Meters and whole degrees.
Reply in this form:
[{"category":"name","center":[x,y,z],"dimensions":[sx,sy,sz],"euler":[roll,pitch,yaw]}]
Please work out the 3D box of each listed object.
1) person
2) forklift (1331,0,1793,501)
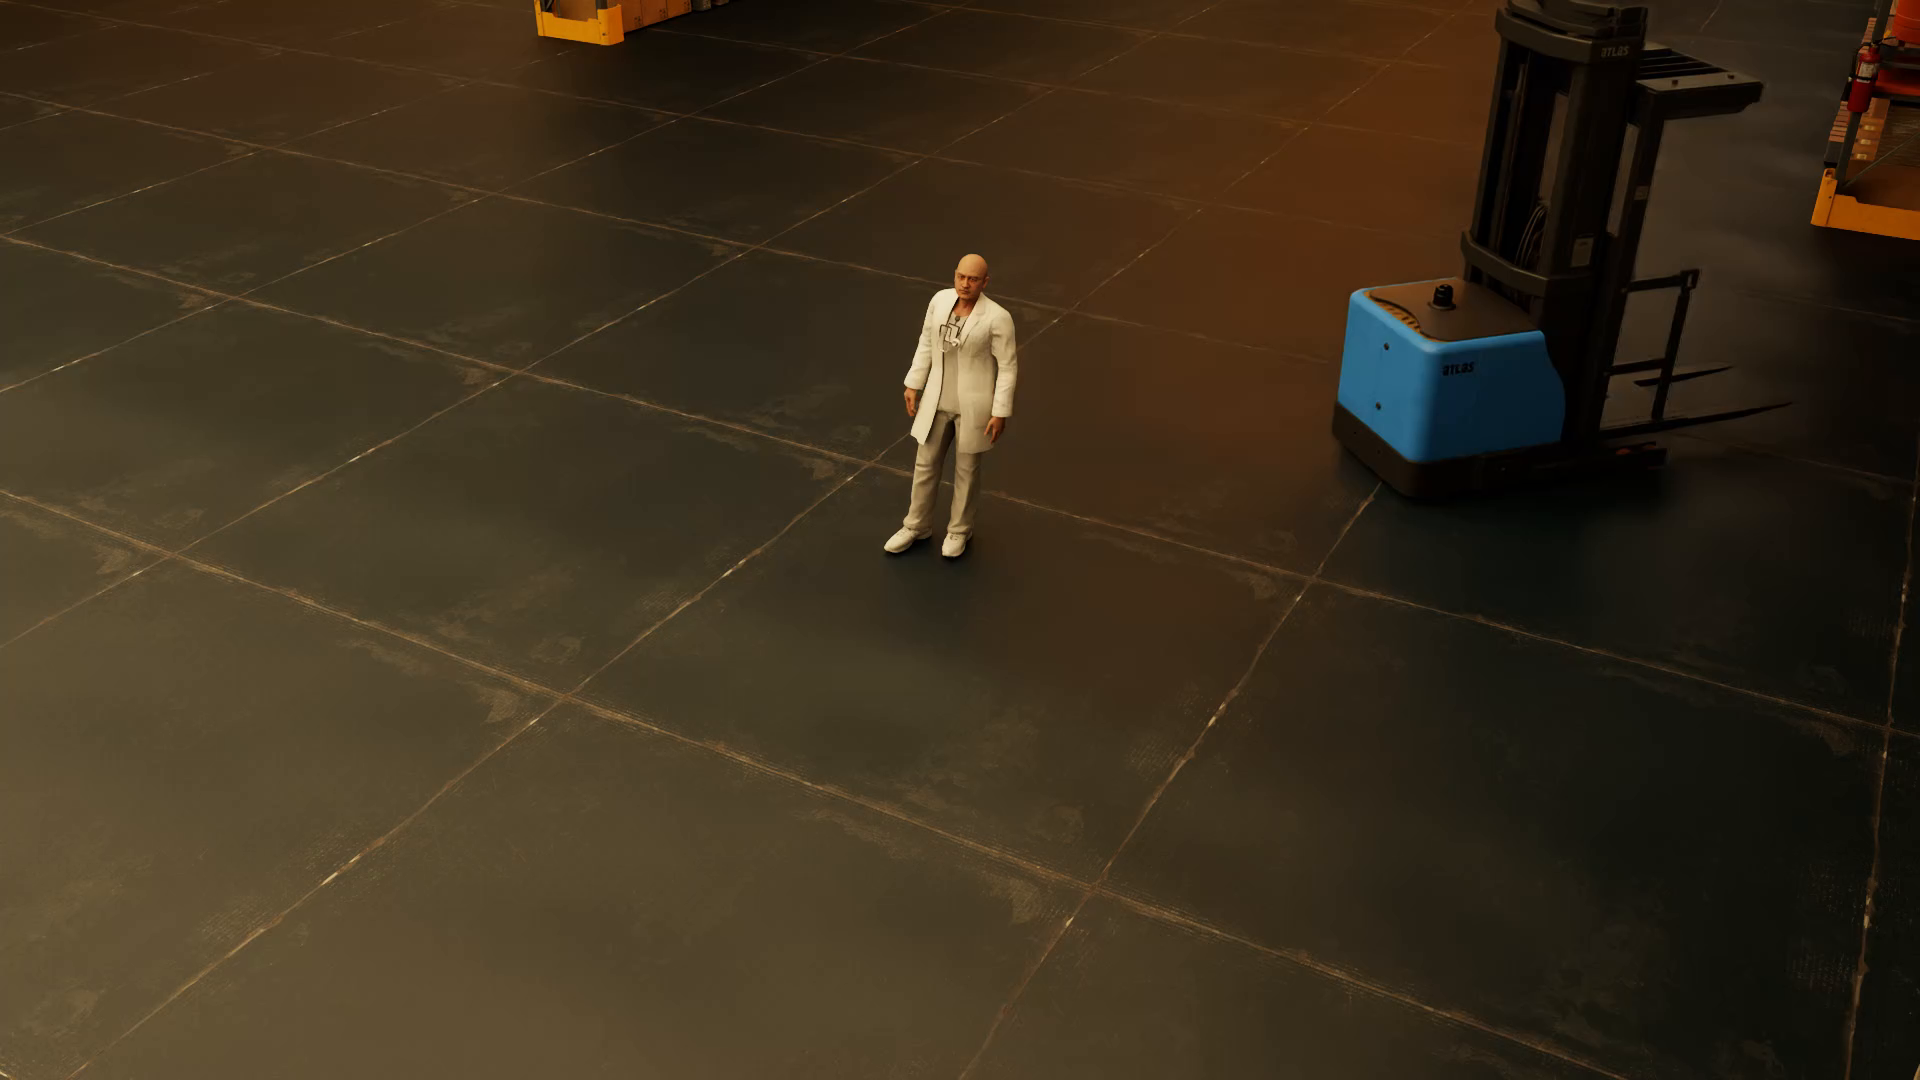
[{"category":"person","center":[-0.048,-0.737,9.489],"dimensions":[0.694,1.775,0.581],"euler":[15,33,25]},{"category":"forklift","center":[4.052,-1.934,10.422],"dimensions":[3.031,2.935,1.130],"euler":[-9,31,-15]}]
